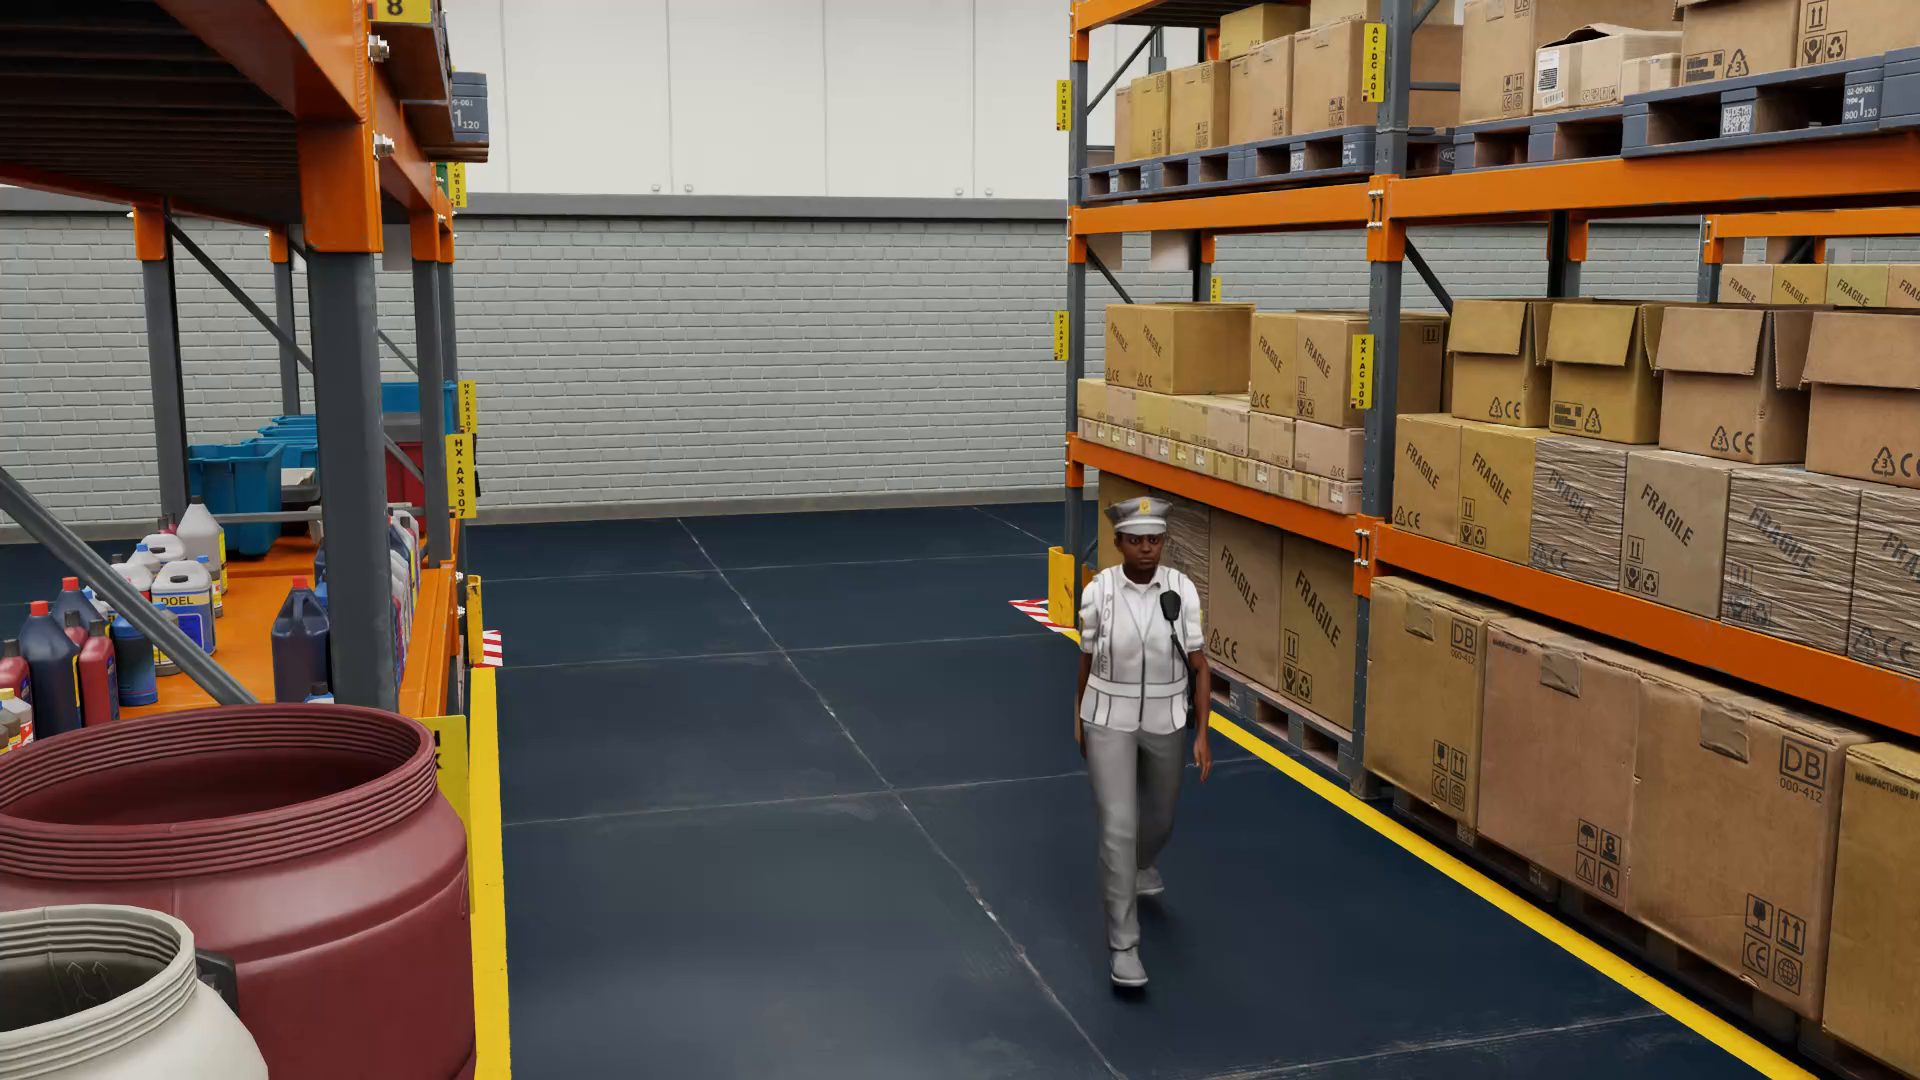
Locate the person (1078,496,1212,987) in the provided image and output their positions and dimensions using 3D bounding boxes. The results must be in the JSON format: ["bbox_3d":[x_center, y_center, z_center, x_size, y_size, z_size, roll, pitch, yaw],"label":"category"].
[{"bbox_3d":[0.647,0.642,5.909,0.456,1.633,0.961,-1,9,-3],"label":"person"}]
